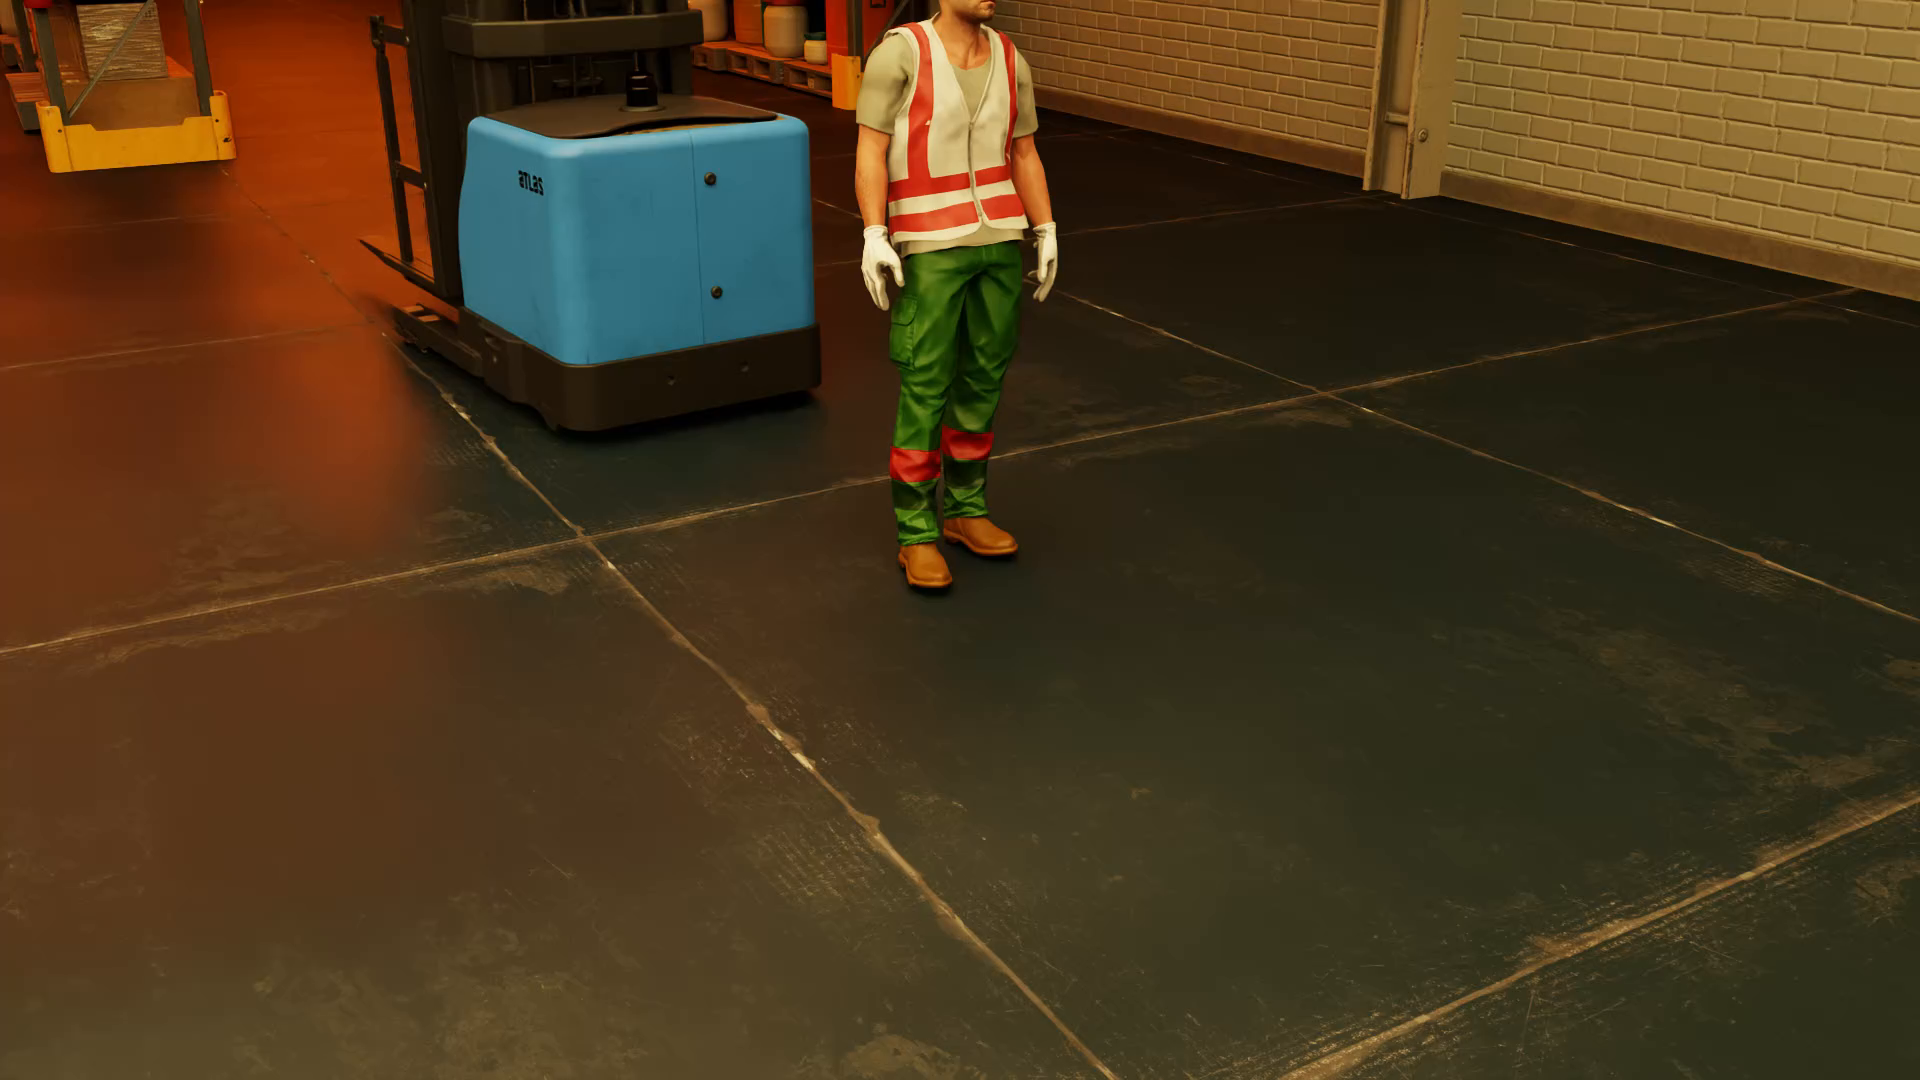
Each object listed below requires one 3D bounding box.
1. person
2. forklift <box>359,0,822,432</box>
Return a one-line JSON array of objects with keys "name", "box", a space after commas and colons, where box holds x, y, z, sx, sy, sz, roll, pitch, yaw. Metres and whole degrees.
[{"name": "person", "box": [0.030, -0.806, 4.722, 0.637, 1.790, 0.562, -12, 25, -28]}, {"name": "forklift", "box": [-1.797, -2.240, 6.732, 1.130, 2.935, 3.031, -15, 27, -32]}]
